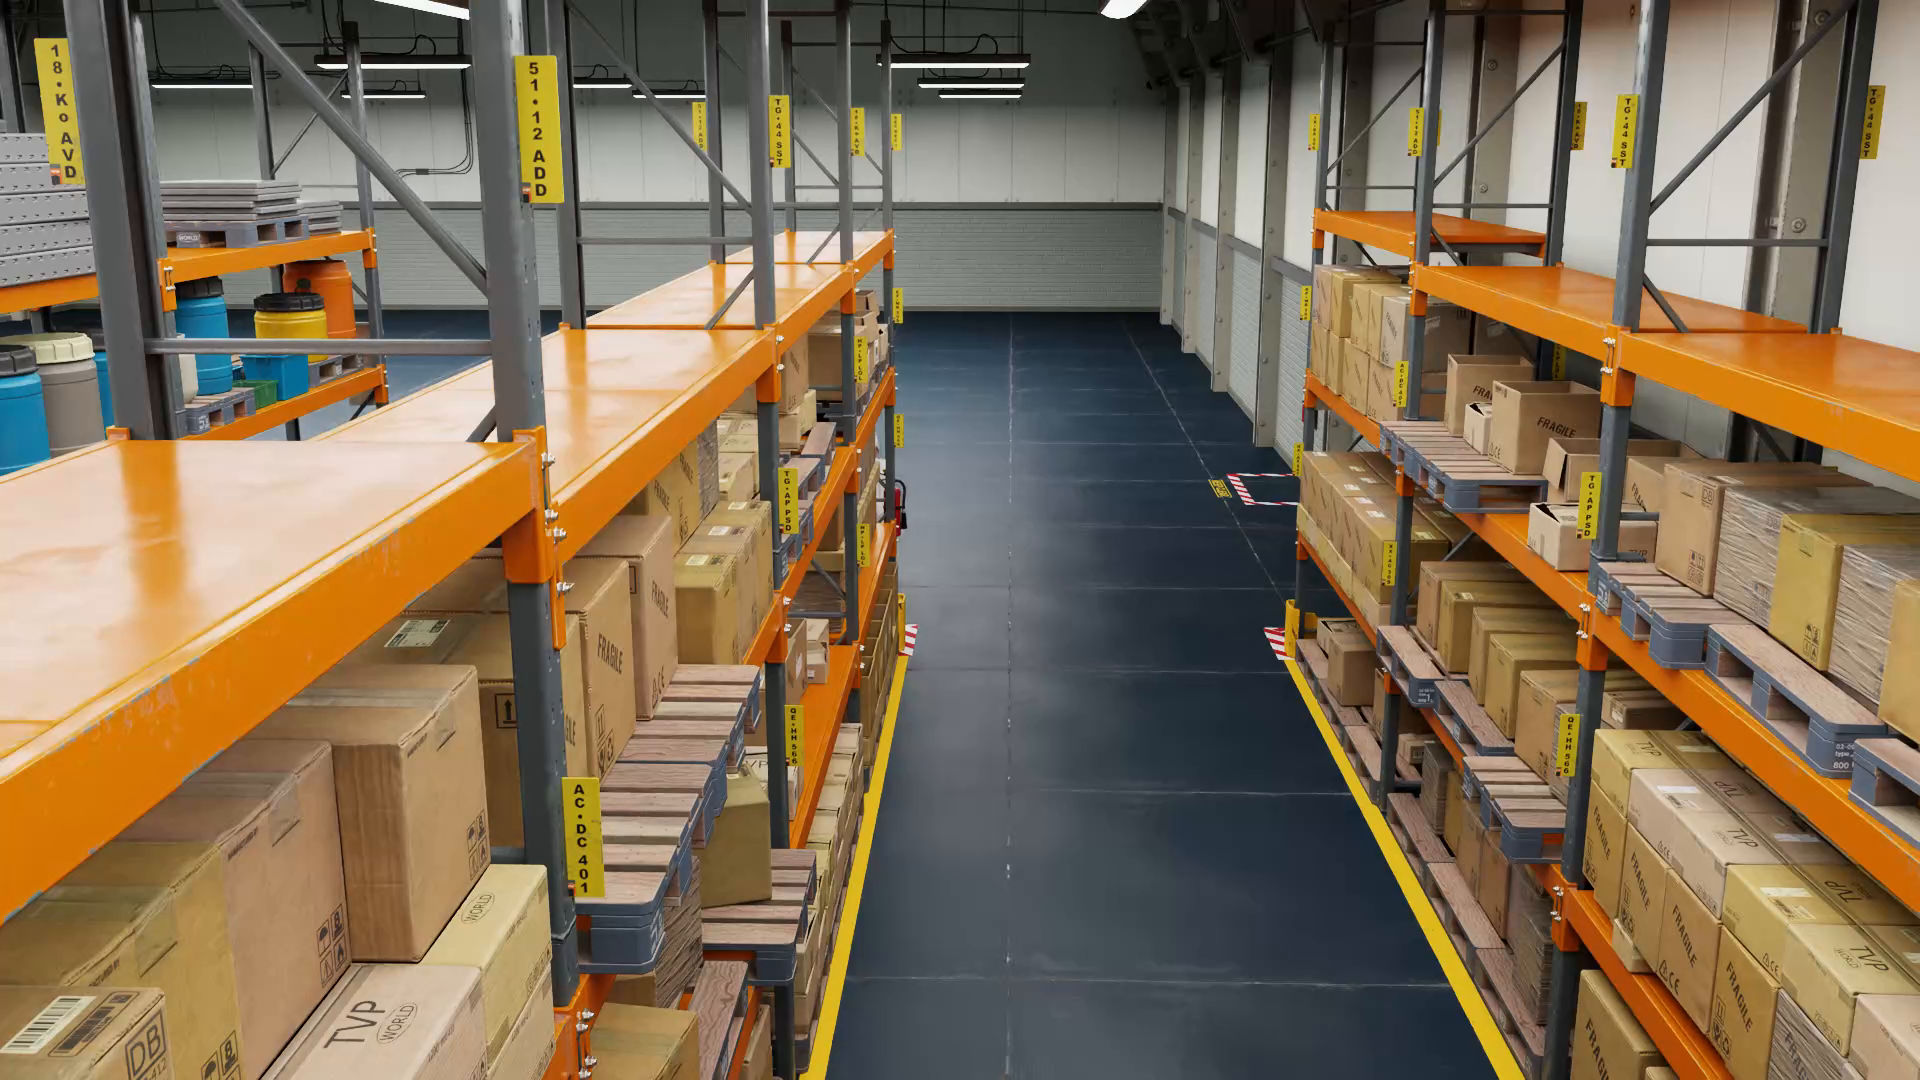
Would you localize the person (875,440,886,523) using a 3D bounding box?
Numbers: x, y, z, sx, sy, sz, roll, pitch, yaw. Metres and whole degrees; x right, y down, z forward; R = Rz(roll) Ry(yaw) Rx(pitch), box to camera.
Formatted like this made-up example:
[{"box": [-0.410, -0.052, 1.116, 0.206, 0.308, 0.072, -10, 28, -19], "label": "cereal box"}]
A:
[{"box": [-0.994, -0.274, 18.592, 0.554, 1.698, 0.516, 1, 14, 3], "label": "person"}]
